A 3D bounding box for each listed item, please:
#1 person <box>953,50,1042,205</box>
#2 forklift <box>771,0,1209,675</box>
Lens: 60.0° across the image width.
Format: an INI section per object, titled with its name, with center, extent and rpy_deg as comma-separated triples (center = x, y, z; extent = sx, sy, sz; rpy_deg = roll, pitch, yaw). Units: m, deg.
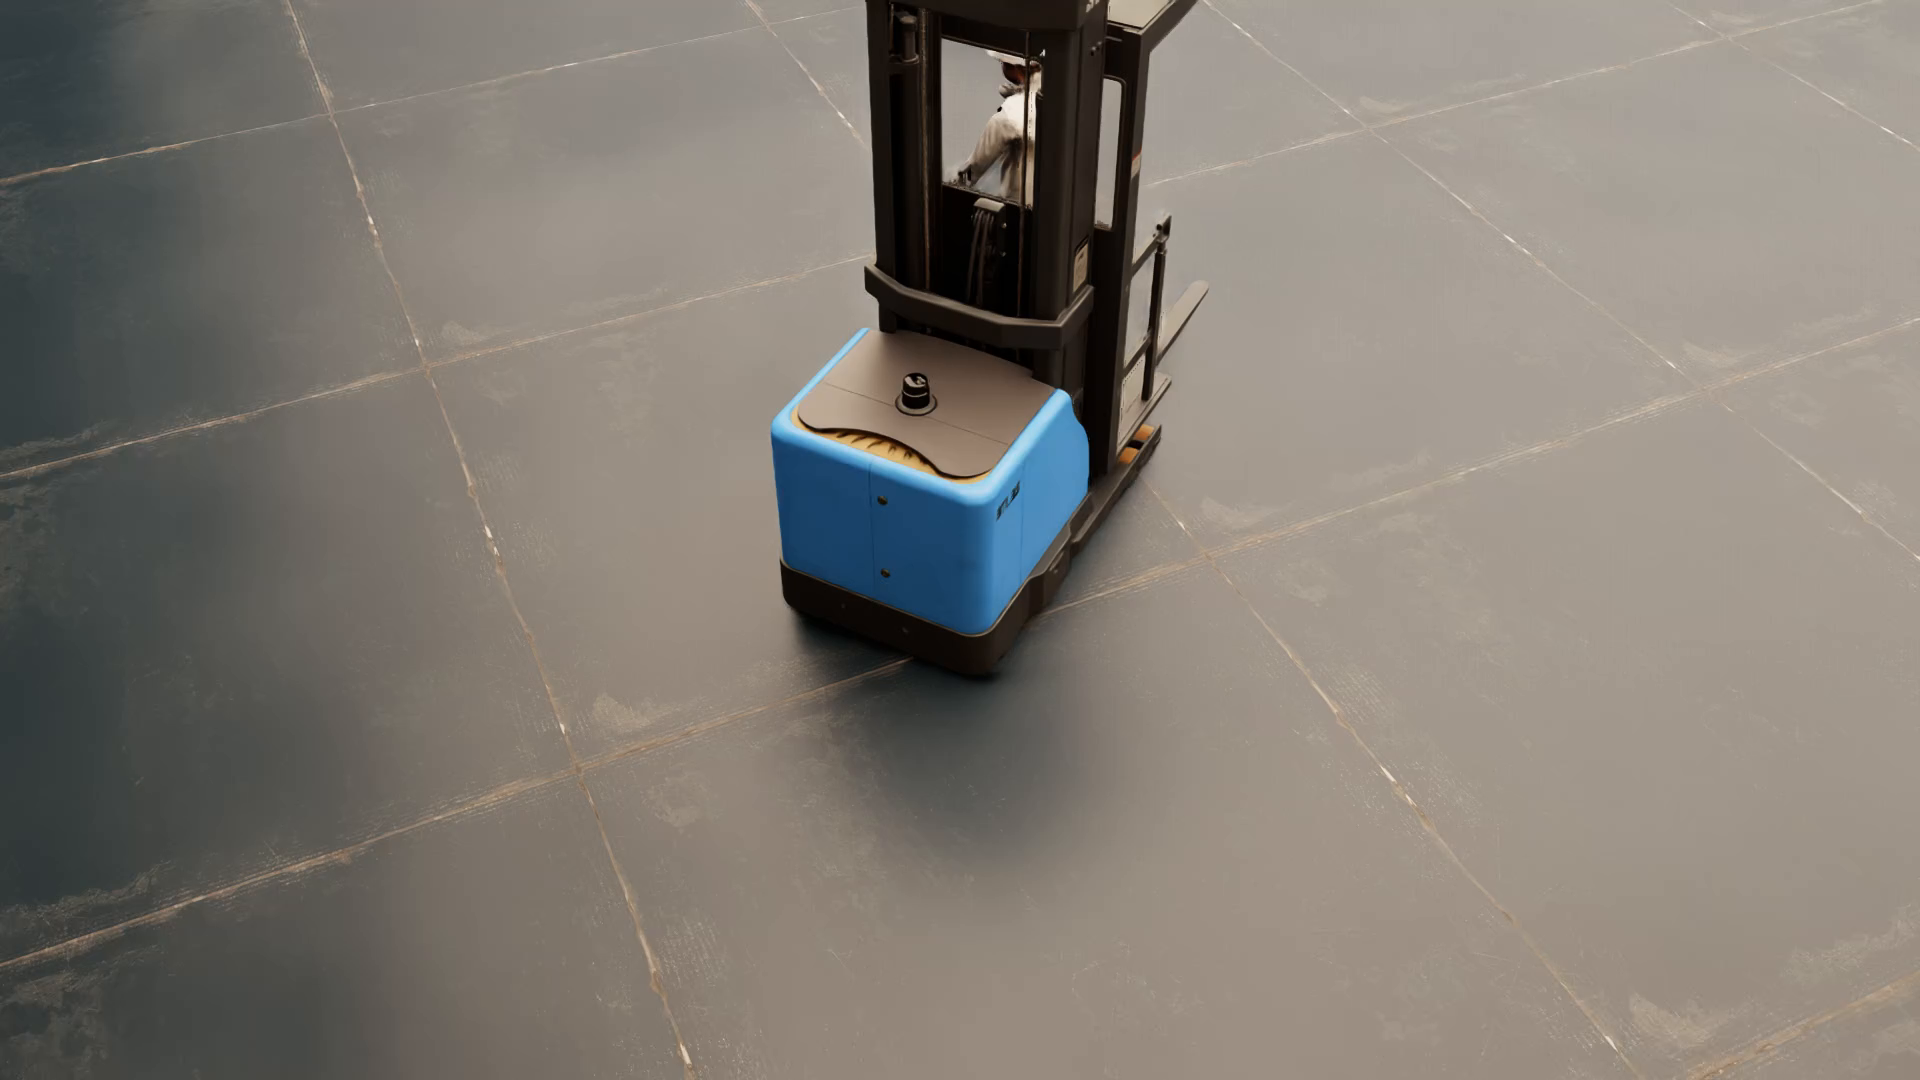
[person]
center = 0.261, -1.861, 8.410
extent = 0.748, 1.697, 0.762
rpy_deg = -26, 49, -25
[forklift]
center = 0.344, -1.495, 7.282
extent = 1.130, 2.935, 3.031
rpy_deg = 20, 47, 20
